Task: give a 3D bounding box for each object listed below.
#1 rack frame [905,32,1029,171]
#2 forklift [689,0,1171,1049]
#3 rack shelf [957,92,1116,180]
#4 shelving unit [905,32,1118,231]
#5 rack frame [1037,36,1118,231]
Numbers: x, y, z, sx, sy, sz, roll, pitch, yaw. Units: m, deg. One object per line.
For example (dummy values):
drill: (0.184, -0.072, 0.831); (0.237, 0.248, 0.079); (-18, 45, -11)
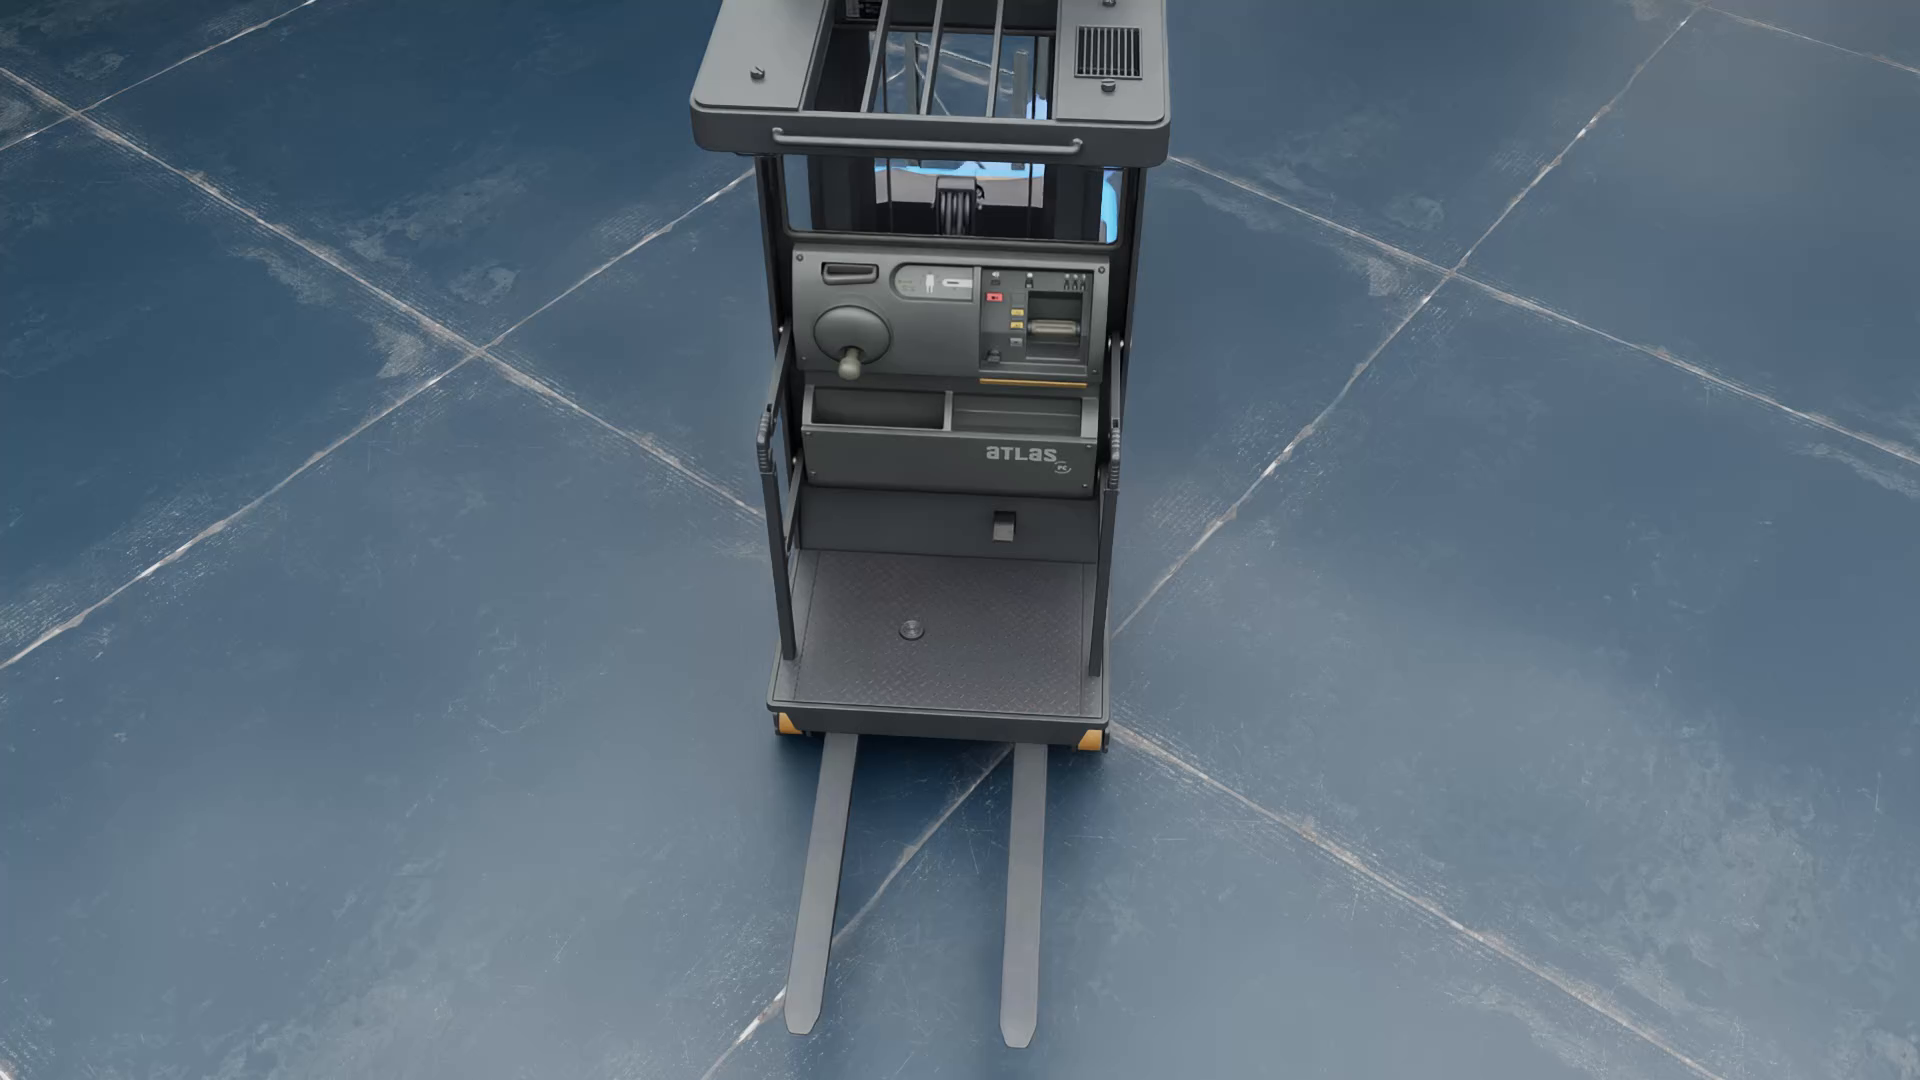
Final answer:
rack frame: (0.021, -1.282, 6.438); (0.500, 1.500, 0.032); (24, 51, 21)
forklift: (-0.043, -0.561, 4.759); (1.130, 2.935, 3.031); (3, 46, 3)
rack shelf: (0.287, -1.471, 6.867); (0.538, 0.185, 1.000); (24, 51, 21)
shelving unit: (0.287, -1.595, 6.737); (0.538, 1.500, 1.048); (24, 51, 21)
rack frame: (0.553, -1.909, 7.036); (0.500, 1.500, 0.032); (24, 51, 21)
